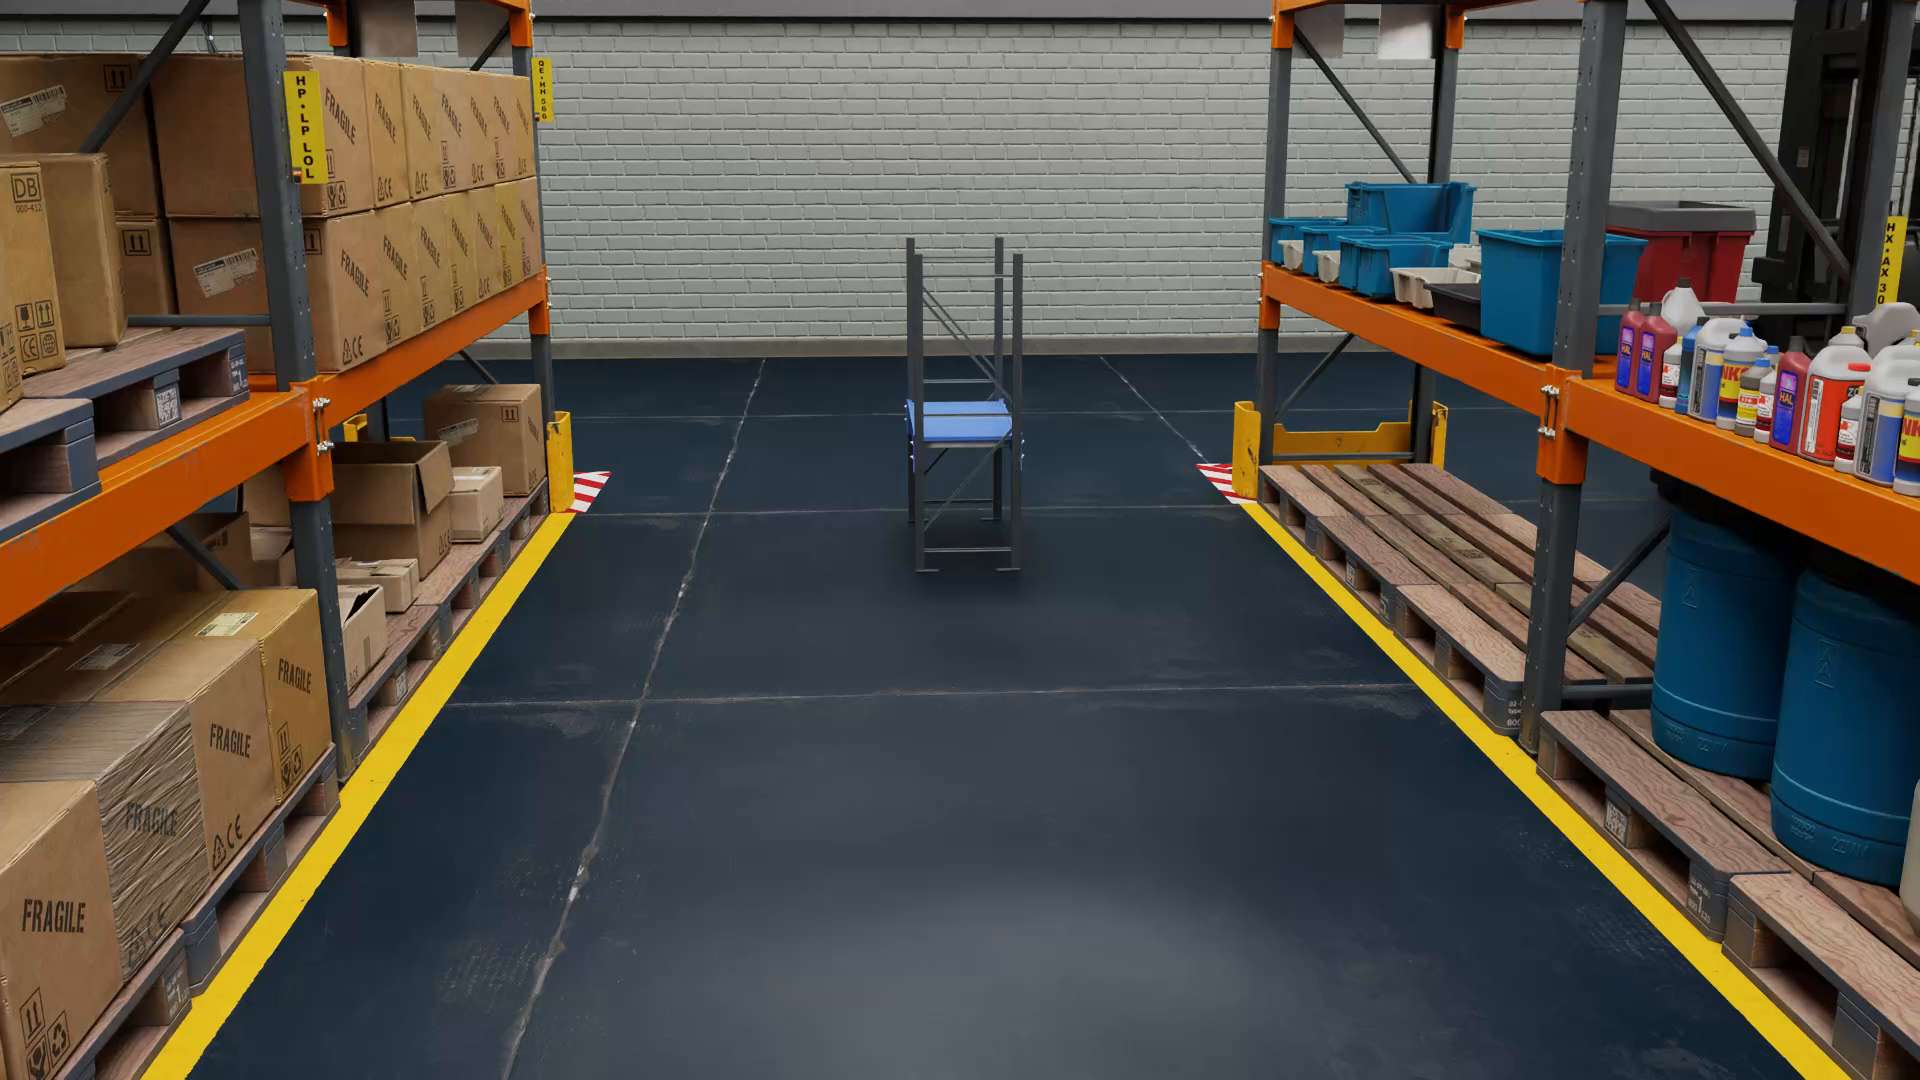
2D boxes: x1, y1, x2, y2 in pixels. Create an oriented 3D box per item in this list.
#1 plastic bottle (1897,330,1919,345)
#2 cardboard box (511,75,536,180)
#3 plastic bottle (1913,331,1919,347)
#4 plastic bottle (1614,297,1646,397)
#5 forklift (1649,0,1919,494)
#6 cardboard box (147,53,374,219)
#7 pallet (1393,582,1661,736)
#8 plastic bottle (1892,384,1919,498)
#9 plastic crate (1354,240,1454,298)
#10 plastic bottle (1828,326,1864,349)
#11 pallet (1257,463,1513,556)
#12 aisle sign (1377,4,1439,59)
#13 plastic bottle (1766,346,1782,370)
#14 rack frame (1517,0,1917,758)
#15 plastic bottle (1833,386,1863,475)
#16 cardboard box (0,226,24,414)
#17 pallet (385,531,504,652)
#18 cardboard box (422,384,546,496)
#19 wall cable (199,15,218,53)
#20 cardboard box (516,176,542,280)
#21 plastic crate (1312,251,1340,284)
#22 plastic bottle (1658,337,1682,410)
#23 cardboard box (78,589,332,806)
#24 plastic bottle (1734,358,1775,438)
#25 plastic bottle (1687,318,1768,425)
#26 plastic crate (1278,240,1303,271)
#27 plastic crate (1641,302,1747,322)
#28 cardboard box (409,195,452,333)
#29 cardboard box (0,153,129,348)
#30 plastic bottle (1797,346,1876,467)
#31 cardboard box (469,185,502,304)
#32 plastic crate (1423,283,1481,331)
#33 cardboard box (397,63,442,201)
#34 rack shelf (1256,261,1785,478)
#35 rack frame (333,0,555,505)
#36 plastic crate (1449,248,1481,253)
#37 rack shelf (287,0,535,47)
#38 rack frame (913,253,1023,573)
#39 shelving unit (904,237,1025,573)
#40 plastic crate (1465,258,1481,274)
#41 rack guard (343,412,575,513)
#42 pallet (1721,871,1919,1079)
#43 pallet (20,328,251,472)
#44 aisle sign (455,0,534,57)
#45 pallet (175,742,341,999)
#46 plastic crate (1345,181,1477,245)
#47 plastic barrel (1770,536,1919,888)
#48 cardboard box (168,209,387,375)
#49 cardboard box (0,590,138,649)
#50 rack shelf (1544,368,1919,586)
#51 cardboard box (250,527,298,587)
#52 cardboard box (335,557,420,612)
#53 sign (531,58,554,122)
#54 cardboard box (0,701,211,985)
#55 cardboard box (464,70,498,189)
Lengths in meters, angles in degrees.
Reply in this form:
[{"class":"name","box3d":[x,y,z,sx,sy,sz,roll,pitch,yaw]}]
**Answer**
[{"class":"plastic bottle","box3d":[2.819,-0.519,4.921,0.097,0.201,0.097,0,14,0]},{"class":"cardboard box","box3d":[-2.453,-2.082,8.390,0.500,0.500,0.500,-1,14,-4]},{"class":"plastic bottle","box3d":[2.677,-0.487,4.496,0.144,0.351,0.185,-1,14,-3]},{"class":"plastic bottle","box3d":[2.034,-0.582,5.002,0.061,0.283,0.133,-1,14,-3]},{"class":"forklift","box3d":[4.605,-1.348,7.882,1.130,2.935,3.031,-1,14,-4]},{"class":"cardboard box","box3d":[-2.255,-1.315,5.410,0.500,0.500,0.500,-1,14,-2]},{"class":"pallet","box3d":[2.353,0.432,6.424,1.003,0.211,1.213,-1,14,-3]},{"class":"plastic bottle","box3d":[2.137,-0.236,3.681,0.097,0.271,0.097,0,14,0]},{"class":"plastic crate","box3d":[1.976,-1.210,7.426,0.416,0.233,0.300,-1,14,-3]},{"class":"plastic bottle","box3d":[2.661,-0.540,5.006,0.097,0.201,0.097,0,14,0]},{"class":"pallet","box3d":[2.202,-0.175,8.782,1.003,0.211,1.213,-1,14,-3]},{"class":"aisle sign","box3d":[2.477,-3.012,8.997,0.394,0.787,0.004,-1,14,-3]},{"class":"plastic bottle","box3d":[2.232,-0.435,4.594,0.097,0.201,0.097,0,14,0]},{"class":"rack frame","box3d":[2.437,-0.736,5.368,1.000,3.000,0.127,-1,14,-3]},{"class":"plastic bottle","box3d":[2.123,-0.259,3.914,0.097,0.201,0.097,0,14,0]},{"class":"cardboard box","box3d":[-2.336,-0.474,3.305,0.700,0.500,0.500,-5,15,-18]},{"class":"pallet","box3d":[-2.627,0.215,7.268,1.003,0.211,1.213,-1,14,-3]},{"class":"cardboard box","box3d":[-2.475,-0.527,8.686,0.500,0.500,0.500,-1,14,-3]},{"class":"wall cable","box3d":[-7.692,-4.392,13.768,3.097,2.526,0.112,-1,14,-3]},{"class":"cardboard box","box3d":[-2.455,-1.597,8.512,0.500,0.500,0.500,0,14,-2]},{"class":"plastic crate","box3d":[1.855,-1.316,8.030,0.250,0.136,0.298,-1,14,-3]},{"class":"plastic bottle","box3d":[2.068,-0.481,4.773,0.097,0.201,0.097,0,14,0]},{"class":"cardboard box","box3d":[-2.190,0.455,4.871,0.500,0.500,0.500,-1,14,-4]},{"class":"plastic bottle","box3d":[2.094,-0.374,4.361,0.097,0.201,0.097,0,14,0]},{"class":"plastic bottle","box3d":[2.108,-0.464,4.559,0.152,0.276,0.135,-1,14,-3]},{"class":"plastic crate","box3d":[1.813,-1.485,8.686,0.250,0.136,0.298,-1,14,-3]},{"class":"plastic crate","box3d":[2.551,-0.755,5.852,0.396,0.136,0.243,-1,14,-3]},{"class":"cardboard box","box3d":[-2.330,-1.092,6.549,0.500,0.500,0.500,-1,14,-4]},{"class":"cardboard box","box3d":[-2.701,-0.791,4.538,0.700,0.500,0.500,-6,16,-22]},{"class":"plastic bottle","box3d":[2.143,-0.325,4.018,0.152,0.276,0.135,-1,14,-3]},{"class":"cardboard box","box3d":[-2.394,-1.344,7.528,0.500,0.500,0.500,-1,14,-3]},{"class":"plastic crate","box3d":[2.100,-0.906,6.460,0.437,0.125,0.590,-1,14,-3]},{"class":"cardboard box","box3d":[-2.319,-1.571,6.405,0.500,0.500,0.500,-1,14,-5]},{"class":"rack shelf","box3d":[2.313,-0.885,7.391,1.077,0.370,4.000,-1,14,-3]},{"class":"rack frame","box3d":[-2.755,-1.655,8.941,1.000,3.000,0.127,-1,14,-3]},{"class":"plastic crate","box3d":[2.424,-1.360,8.201,0.396,0.136,0.243,-1,14,-3]},{"class":"rack shelf","box3d":[-2.631,-2.262,6.723,1.077,0.370,4.000,-1,14,-3]},{"class":"rack frame","box3d":[0.037,-0.579,7.766,0.500,1.500,0.032,-1,14,-3]},{"class":"shelving unit","box3d":[0.005,-0.705,8.257,0.538,1.500,1.048,-1,14,-3]},{"class":"plastic crate","box3d":[2.503,-1.218,7.648,0.298,0.136,0.250,-1,14,-3]},{"class":"rack guard","box3d":[-2.750,-0.426,9.179,1.175,0.500,0.348,-1,14,-3]},{"class":"pallet","box3d":[2.522,1.111,3.785,1.003,0.211,1.213,-1,14,-3]},{"class":"pallet","box3d":[-2.566,-0.367,4.319,1.003,0.211,1.213,-1,14,-3]},{"class":"aisle sign","box3d":[-2.453,-2.936,8.701,0.394,0.787,0.004,-1,14,-3]},{"class":"pallet","box3d":[-2.419,0.892,4.638,1.003,0.211,1.213,-1,14,-3]},{"class":"plastic crate","box3d":[2.396,-1.697,8.910,0.616,0.435,0.499,-1,14,-3]},{"class":"plastic barrel","box3d":[2.498,0.388,4.366,0.600,0.901,0.708,-1,14,-3]},{"class":"cardboard box","box3d":[-2.267,-0.840,5.571,0.500,0.500,0.500,-1,14,-2]},{"class":"cardboard box","box3d":[-2.720,0.461,4.849,0.500,0.500,0.500,-2,15,-6]},{"class":"rack shelf","box3d":[2.561,0.110,3.524,1.077,0.370,4.000,-1,14,-3]},{"class":"cardboard box","box3d":[-2.872,0.105,6.613,0.500,0.311,0.500,-1,14,-3]},{"class":"cardboard box","box3d":[-2.381,0.176,6.627,0.380,0.166,0.250,-1,14,-3]},{"class":"sign","box3d":[-2.200,-2.373,8.771,0.100,0.325,0.005,-1,14,-3]},{"class":"cardboard box","box3d":[-2.137,0.703,3.908,0.500,0.500,0.500,-1,14,-3]},{"class":"cardboard box","box3d":[-2.384,-1.827,7.401,0.500,0.500,0.500,0,14,-2]}]
